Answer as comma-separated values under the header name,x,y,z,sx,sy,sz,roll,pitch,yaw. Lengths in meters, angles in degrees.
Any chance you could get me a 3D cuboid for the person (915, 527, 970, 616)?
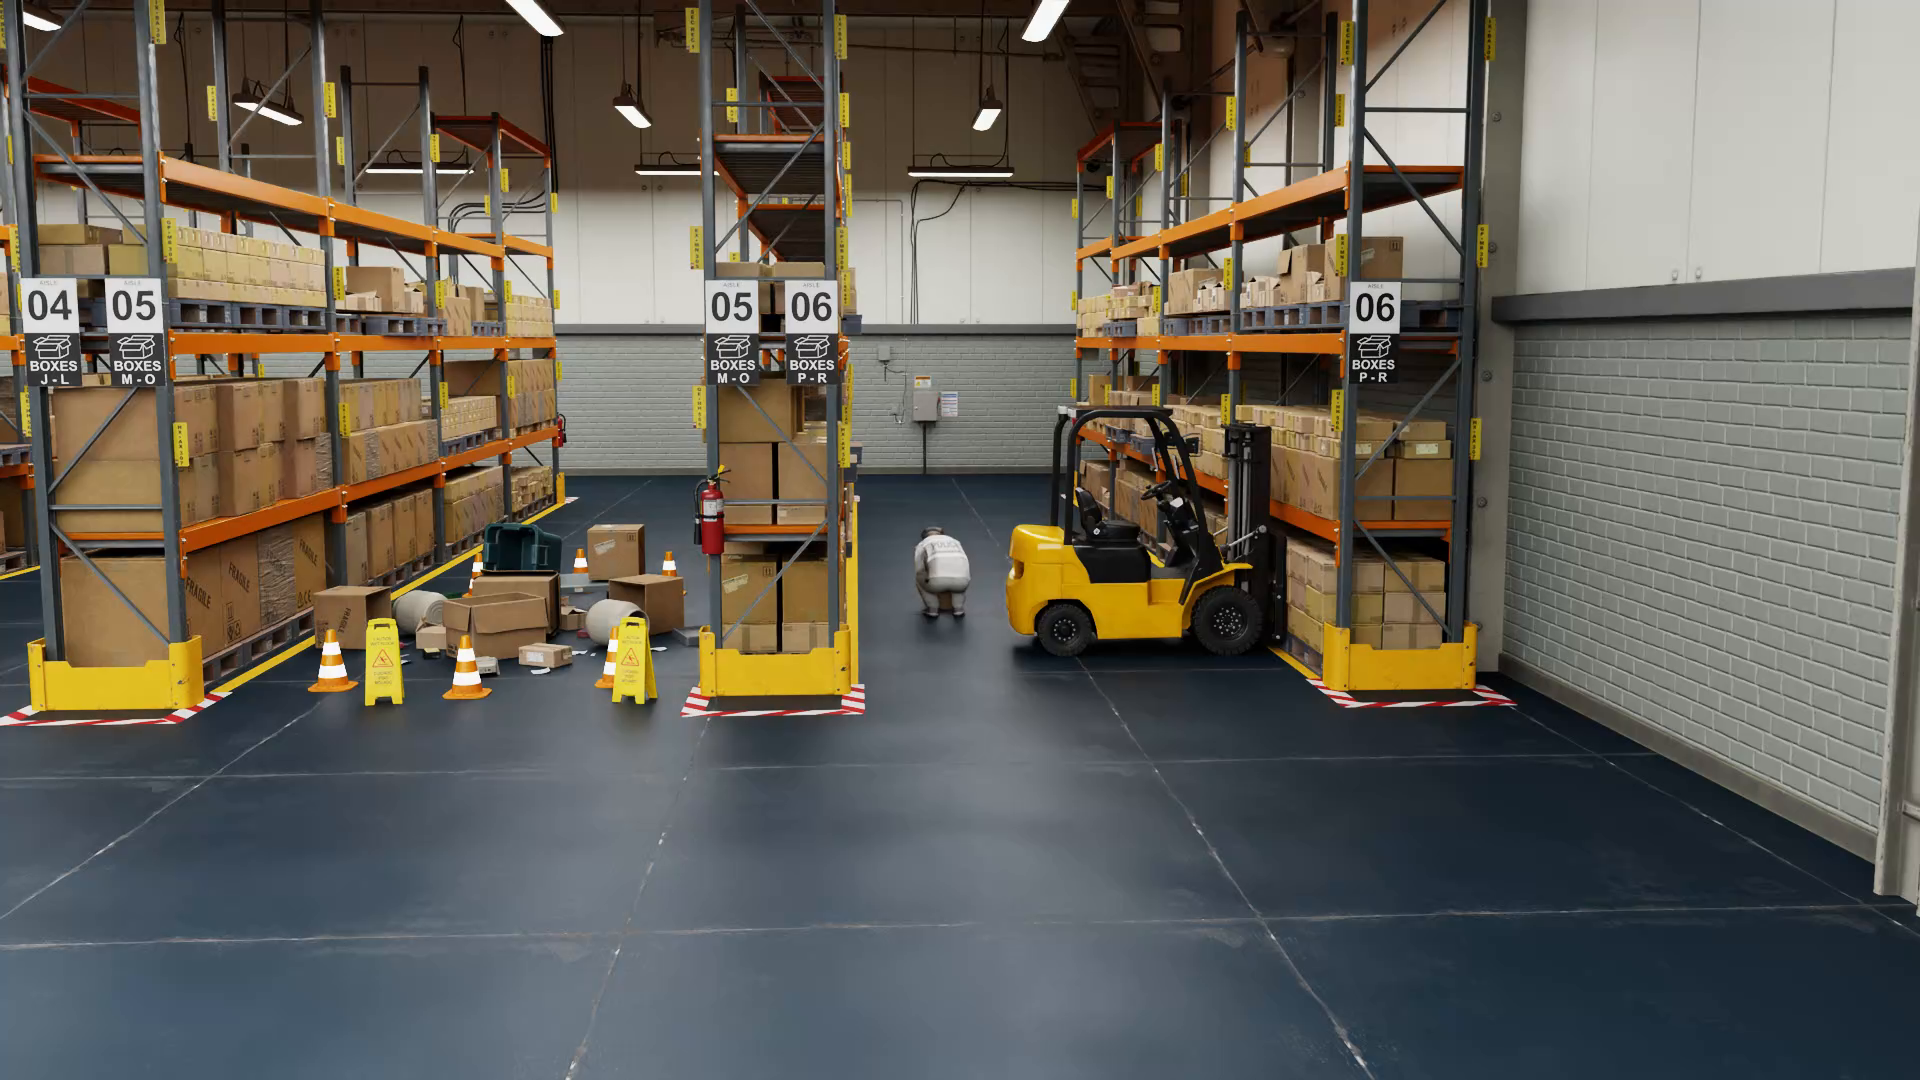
name,x,y,z,sx,sy,sz,roll,pitch,yaw
person,-0.181,0.349,16.884,0.539,0.899,0.976,-1,7,-8
